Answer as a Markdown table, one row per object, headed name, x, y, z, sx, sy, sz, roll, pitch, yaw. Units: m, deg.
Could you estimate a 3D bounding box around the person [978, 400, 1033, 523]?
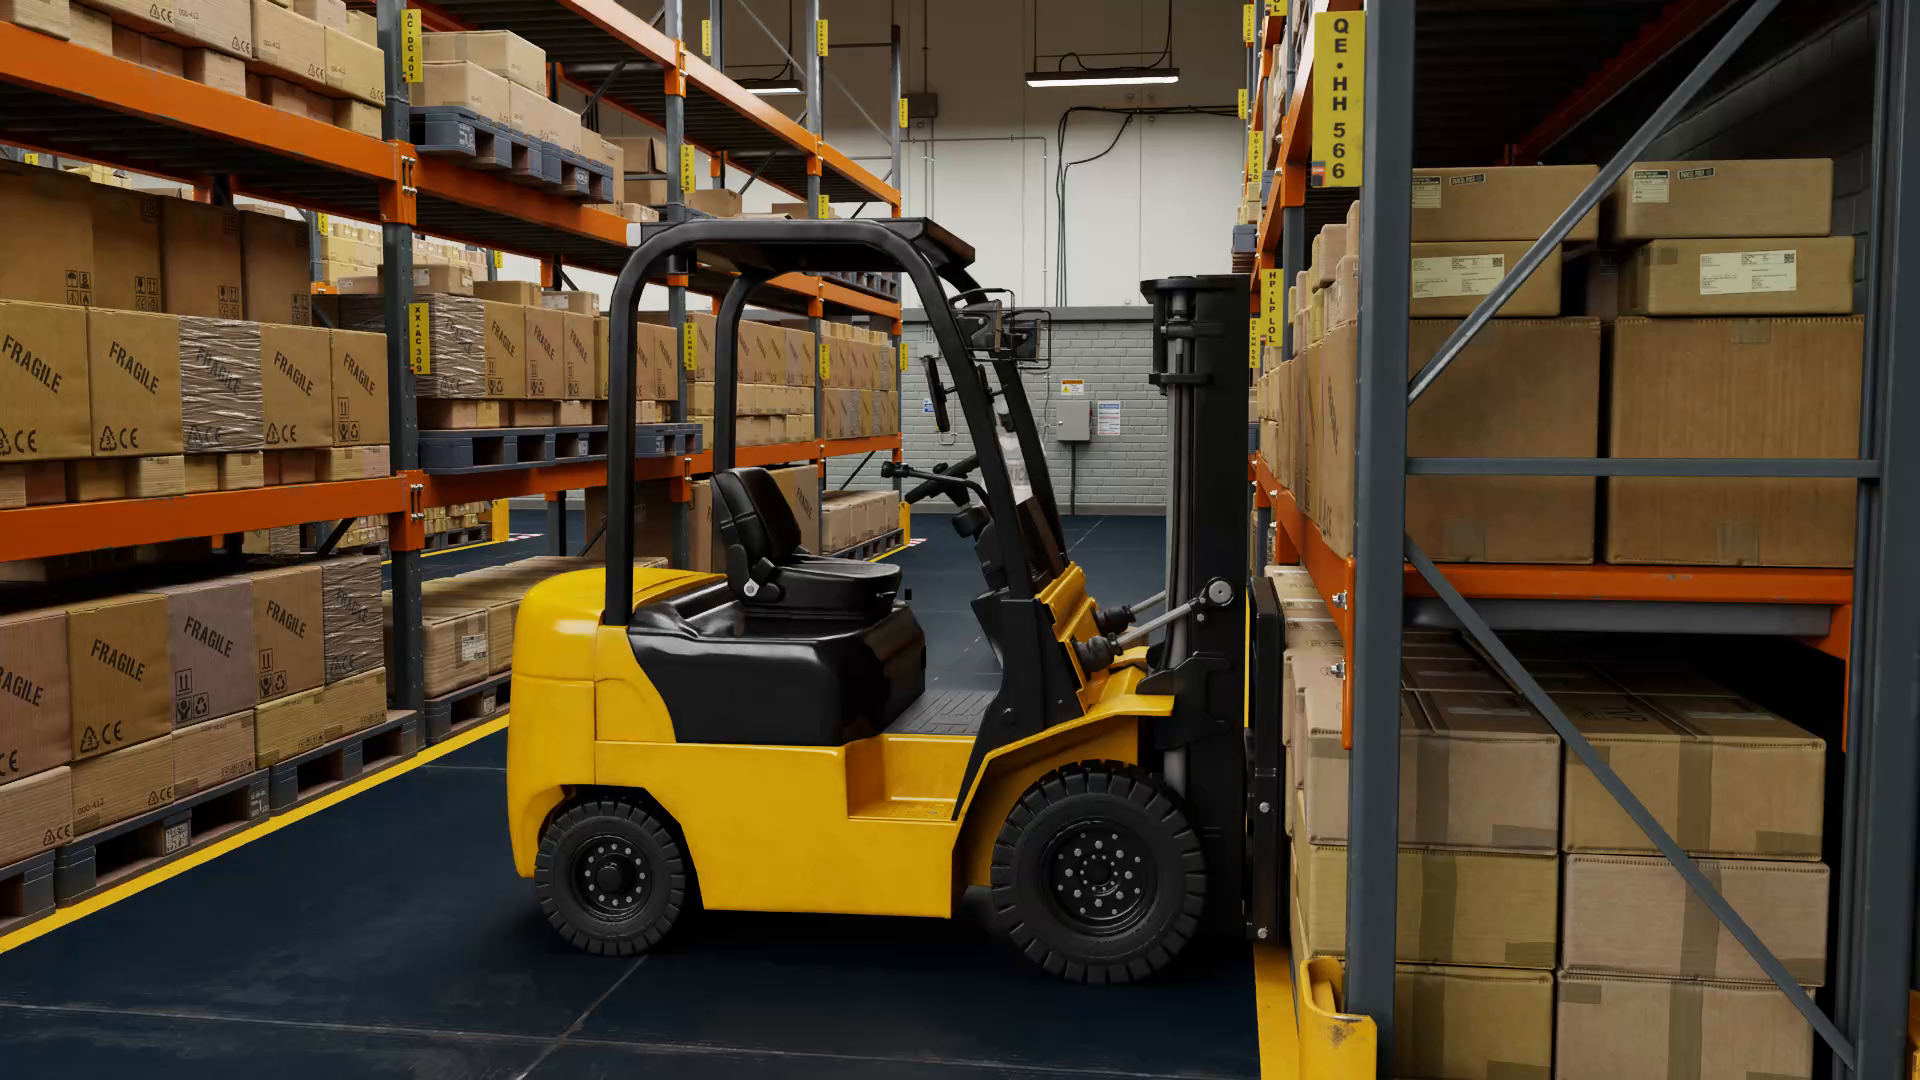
| name | x | y | z | sx | sy | sz | roll | pitch | yaw |
| --- | --- | --- | --- | --- | --- | --- | --- | --- | --- |
| person | 0.393 | -0.213 | 12.210 | 0.523 | 1.651 | 0.921 | 0 | 5 | 3 |
